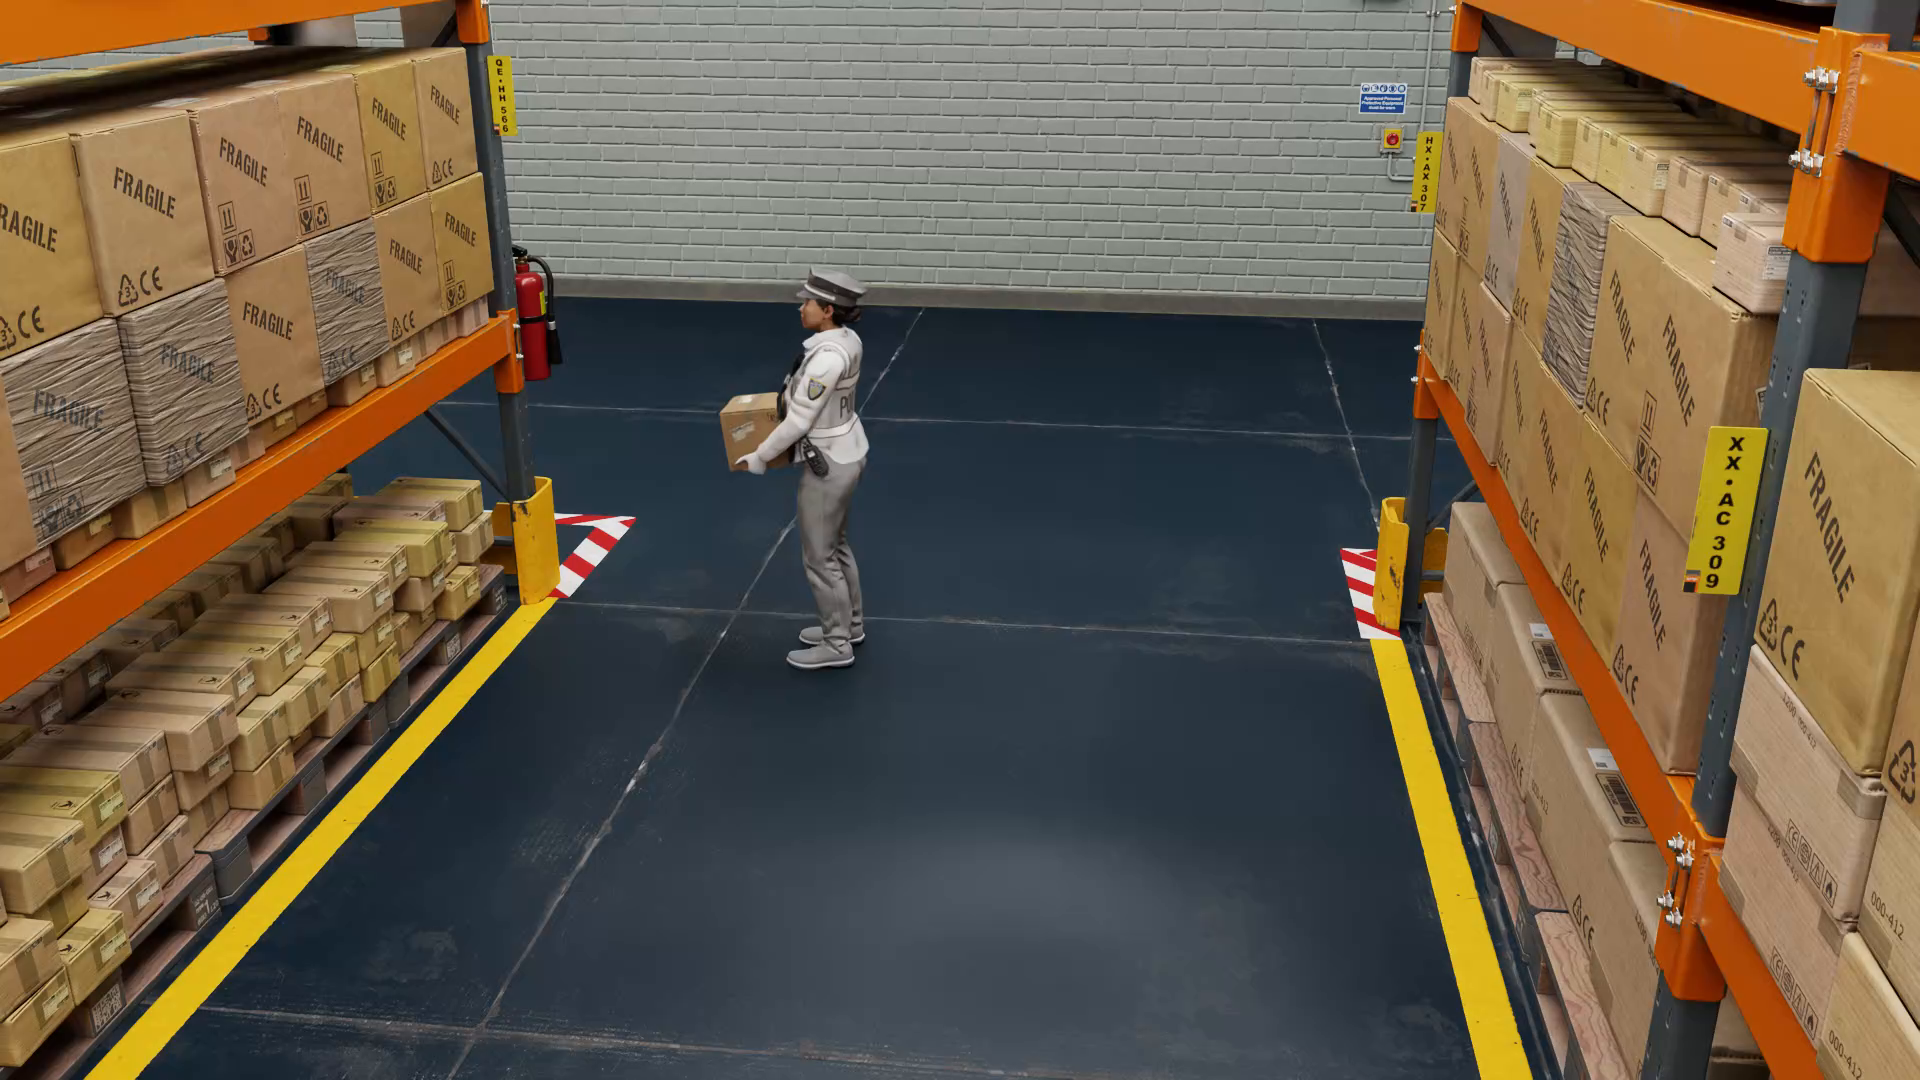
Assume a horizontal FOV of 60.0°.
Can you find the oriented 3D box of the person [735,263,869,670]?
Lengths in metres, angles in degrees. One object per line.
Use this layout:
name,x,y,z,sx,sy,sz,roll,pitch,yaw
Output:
person,-0.630,-0.302,6.829,0.530,1.691,0.446,2,21,6
